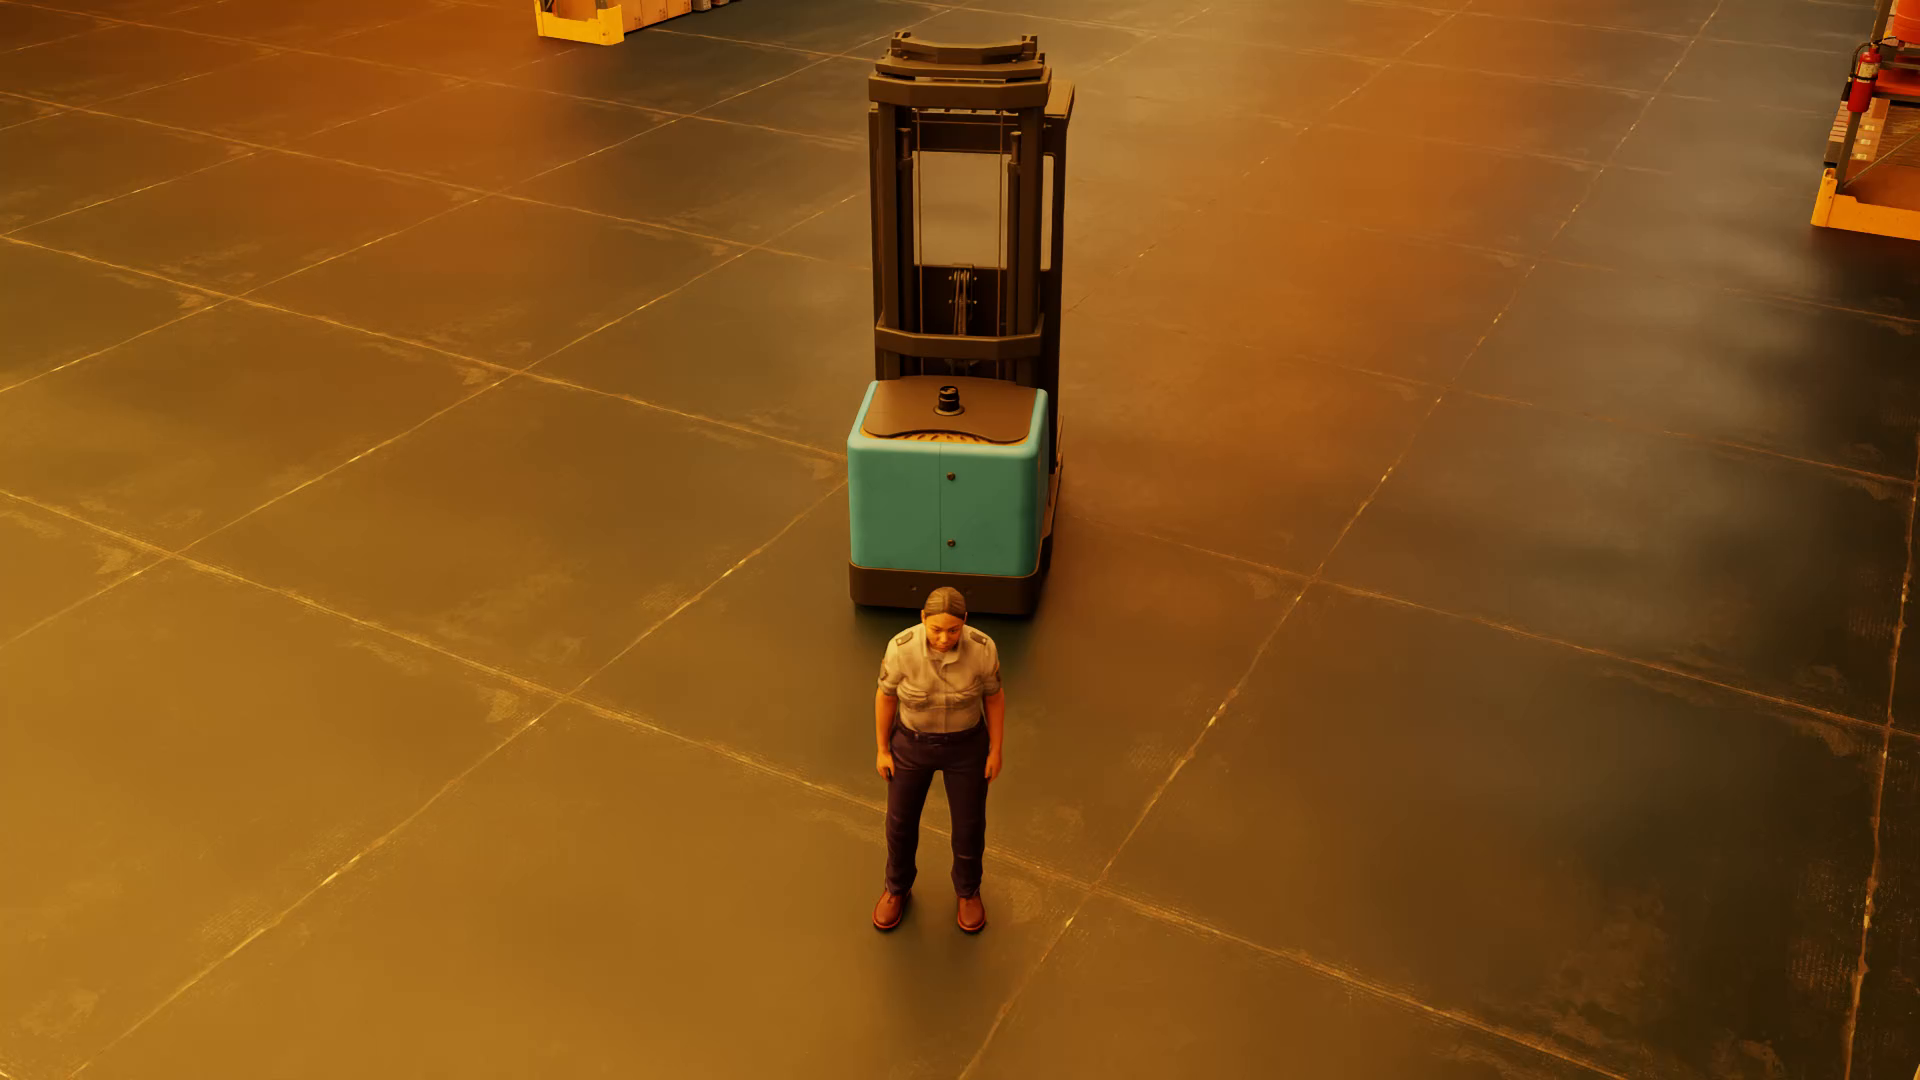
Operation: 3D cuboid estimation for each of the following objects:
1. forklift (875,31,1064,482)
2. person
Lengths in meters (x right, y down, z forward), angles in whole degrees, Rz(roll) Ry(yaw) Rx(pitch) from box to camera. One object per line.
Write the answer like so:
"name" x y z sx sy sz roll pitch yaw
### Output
"forklift" 0.076 -1.571 9.793 1.121 2.935 3.031 3 30 6
"person" -0.097 0.873 6.841 0.559 1.651 0.375 0 30 0
